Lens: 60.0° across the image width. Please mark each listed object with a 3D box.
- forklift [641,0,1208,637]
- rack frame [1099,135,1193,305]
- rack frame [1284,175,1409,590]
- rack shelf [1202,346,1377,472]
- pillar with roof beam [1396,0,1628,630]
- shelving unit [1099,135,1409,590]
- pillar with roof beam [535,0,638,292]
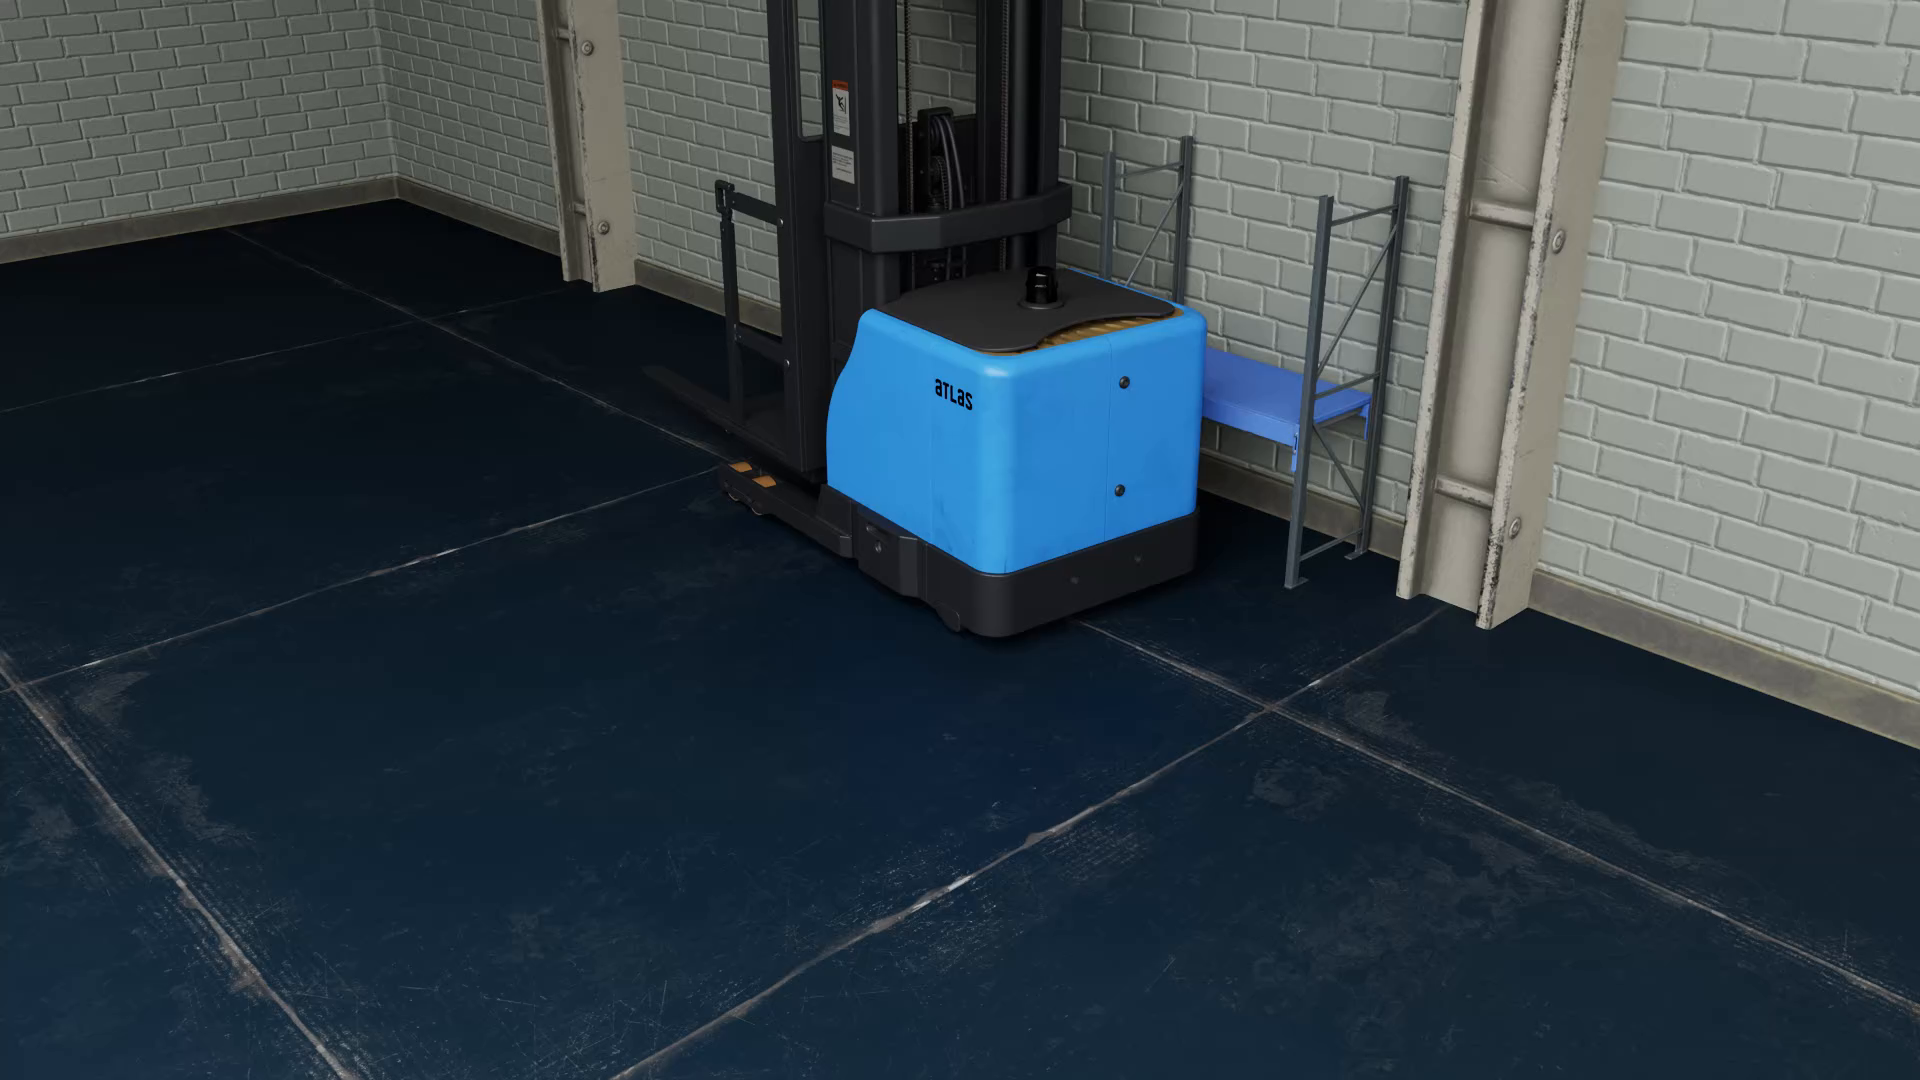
[{"bbox_3d":[-0.375,-1.543,6.601,1.130,2.935,3.031,-17,30,-33],"label":"forklift"},{"bbox_3d":[0.746,-0.879,6.870,0.500,1.500,0.032,-21,32,-38],"label":"rack frame"},{"bbox_3d":[1.433,-0.568,6.188,0.500,1.500,0.032,-21,32,-38],"label":"rack frame"},{"bbox_3d":[1.090,-0.560,6.604,0.538,0.185,1.000,-21,32,-38],"label":"rack shelf"},{"bbox_3d":[-1.249,-2.649,1.715,9.100,9.000,0.400,-21,32,-38],"label":"pillar with roof beam"},{"bbox_3d":[1.090,-0.724,6.529,0.538,1.500,1.048,-21,32,-38],"label":"shelving unit"},{"bbox_3d":[-5.350,-4.467,5.700,9.100,9.000,0.400,-21,32,-38],"label":"pillar with roof beam"}]
